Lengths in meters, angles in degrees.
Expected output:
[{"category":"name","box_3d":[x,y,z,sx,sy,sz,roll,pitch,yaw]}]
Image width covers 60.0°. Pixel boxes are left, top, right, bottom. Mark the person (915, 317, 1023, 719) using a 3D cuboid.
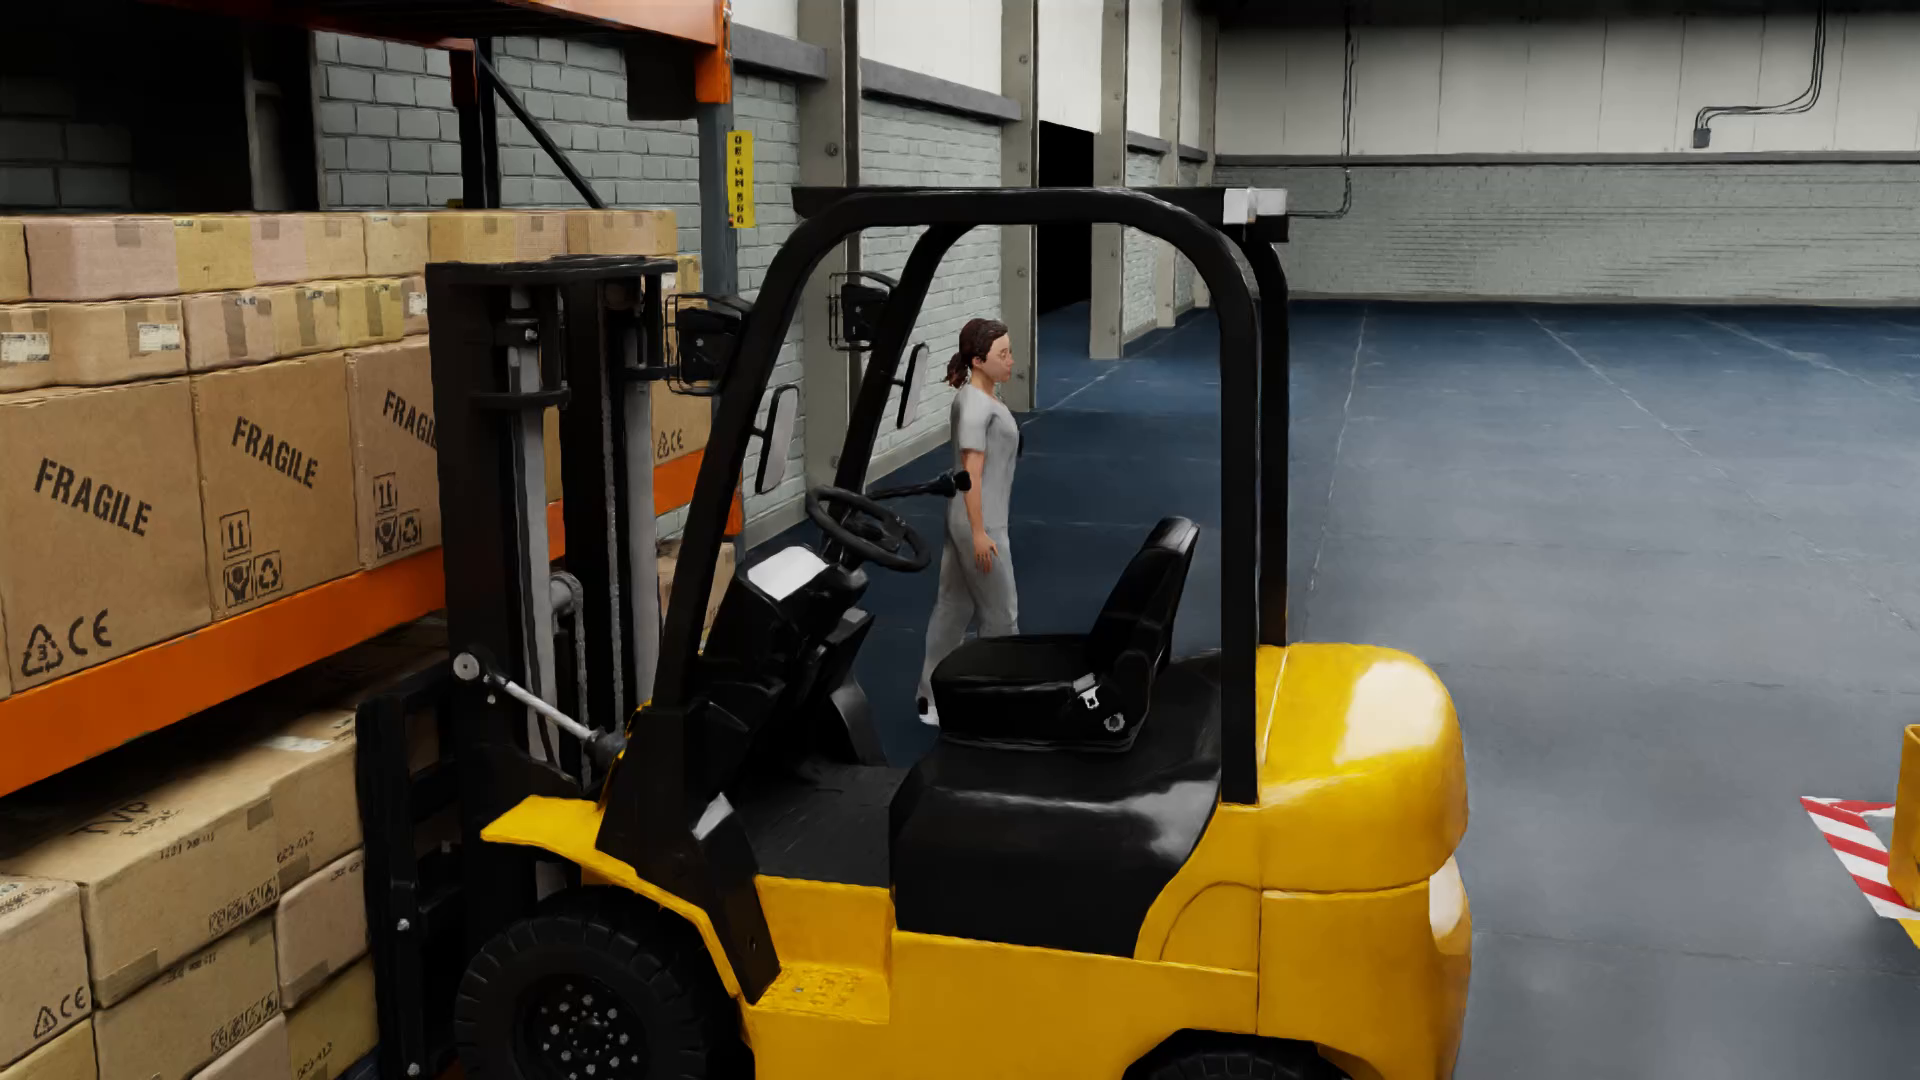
[{"category":"person","box_3d":[0.126,-0.048,6.628,0.619,1.665,0.576,0,12,-1]}]
